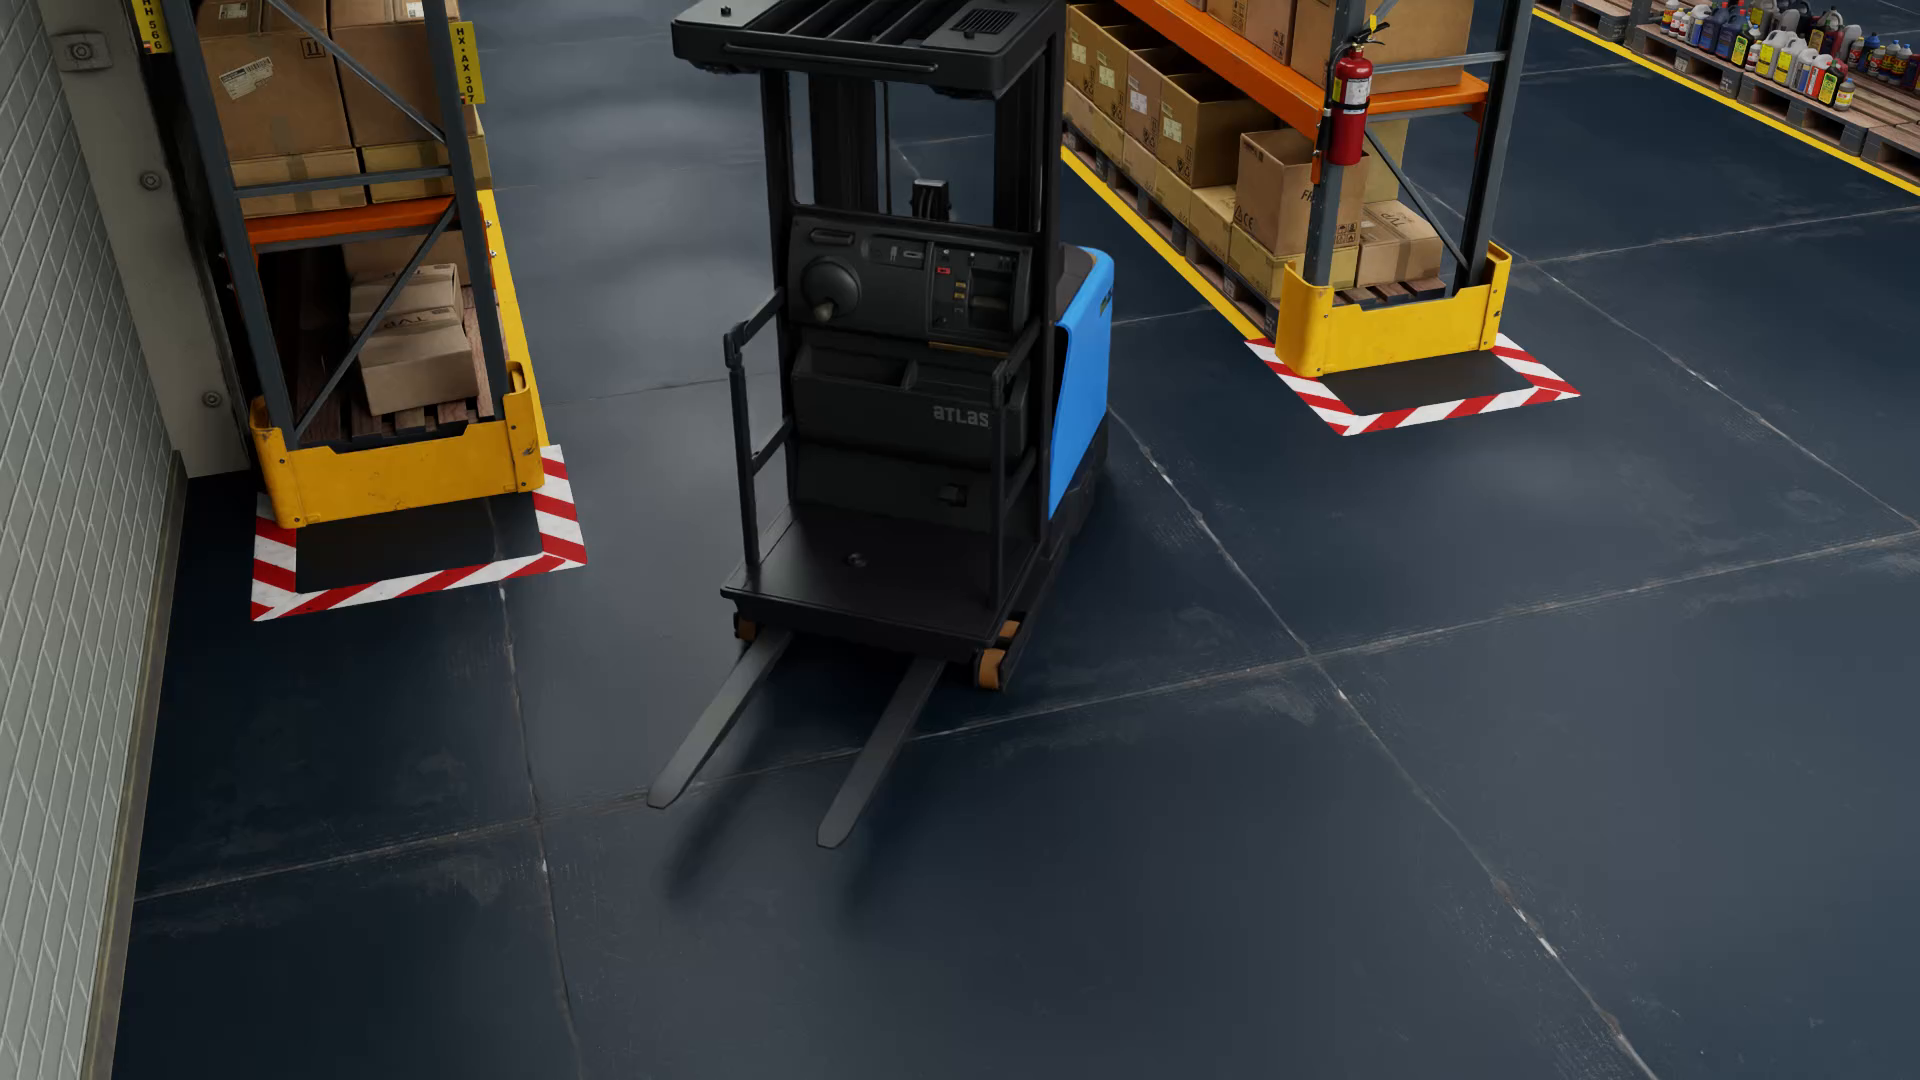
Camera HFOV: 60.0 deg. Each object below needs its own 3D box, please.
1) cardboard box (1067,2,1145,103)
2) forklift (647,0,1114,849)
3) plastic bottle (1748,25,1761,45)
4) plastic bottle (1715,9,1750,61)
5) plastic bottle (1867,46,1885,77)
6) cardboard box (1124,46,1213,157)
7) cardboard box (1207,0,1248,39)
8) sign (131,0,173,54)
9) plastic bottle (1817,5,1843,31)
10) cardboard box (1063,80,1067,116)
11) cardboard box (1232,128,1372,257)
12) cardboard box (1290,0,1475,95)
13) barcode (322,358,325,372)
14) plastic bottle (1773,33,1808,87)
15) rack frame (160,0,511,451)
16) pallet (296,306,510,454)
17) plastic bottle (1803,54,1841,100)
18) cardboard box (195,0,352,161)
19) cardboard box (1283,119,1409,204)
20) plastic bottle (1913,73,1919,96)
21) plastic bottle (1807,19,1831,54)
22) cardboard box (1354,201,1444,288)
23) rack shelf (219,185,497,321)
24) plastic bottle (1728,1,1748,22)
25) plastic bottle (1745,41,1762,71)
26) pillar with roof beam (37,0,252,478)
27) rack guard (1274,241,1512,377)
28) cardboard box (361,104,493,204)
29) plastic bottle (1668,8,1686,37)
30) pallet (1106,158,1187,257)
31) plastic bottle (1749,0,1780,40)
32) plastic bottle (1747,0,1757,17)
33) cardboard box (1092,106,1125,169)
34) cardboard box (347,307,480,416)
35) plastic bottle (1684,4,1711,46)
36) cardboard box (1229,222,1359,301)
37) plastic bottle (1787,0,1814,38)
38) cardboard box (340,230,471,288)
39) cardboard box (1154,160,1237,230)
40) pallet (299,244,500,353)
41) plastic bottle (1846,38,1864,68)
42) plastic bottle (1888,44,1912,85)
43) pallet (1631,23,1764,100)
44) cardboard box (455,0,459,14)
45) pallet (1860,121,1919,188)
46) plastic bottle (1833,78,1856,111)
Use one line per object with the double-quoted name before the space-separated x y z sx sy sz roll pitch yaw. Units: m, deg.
"cardboard box" 1.020 -3.159 10.742 0.500 0.500 0.500 -10 35 -15
"forklift" -0.256 -0.895 5.946 1.130 2.935 3.031 10 35 15
"plastic bottle" 5.725 -3.588 12.034 0.097 0.271 0.097 0 33 0
"plastic bottle" 5.644 -3.692 12.120 0.144 0.351 0.185 -11 35 -17
"plastic bottle" 6.534 -3.411 11.830 0.097 0.201 0.097 0 33 0
"cardboard box" 1.320 -2.633 9.946 0.500 0.500 0.500 -10 35 -15
"cardboard box" 1.796 -3.101 9.131 0.700 0.500 0.500 -10 35 -14
"sign" -3.014 -1.972 6.177 0.100 0.325 0.005 -10 35 -15
"plastic bottle" 6.363 -3.724 12.169 0.144 0.351 0.185 -10 35 -15
"cardboard box" 0.870 -3.109 11.347 0.500 0.250 0.500 -10 35 -15
"cardboard box" 1.790 -1.847 8.758 0.500 0.500 0.500 -10 35 -15
"cardboard box" 2.107 -2.564 8.319 0.700 0.500 0.500 -10 35 -15
"barcode" -2.991 -0.826 7.811 0.001 0.075 0.075 -10 35 -15
"plastic bottle" 5.831 -3.371 11.634 0.144 0.351 0.185 -9 34 -13
"rack frame" -2.479 -1.440 6.708 1.000 3.000 0.127 -10 35 -15
"pallet" -2.717 -0.749 8.192 1.003 0.211 1.213 -10 35 -15
"plastic bottle" 5.927 -3.181 11.414 0.152 0.276 0.135 -10 35 -14
"cardboard box" -2.825 -1.910 6.858 0.500 0.500 0.500 -10 35 -15
"cardboard box" 2.131 -2.197 9.287 0.500 0.500 0.500 -10 35 -15
"plastic bottle" 6.668 -3.181 11.482 0.097 0.201 0.097 0 33 0
"plastic bottle" 6.274 -3.666 12.141 0.061 0.283 0.133 -10 35 -15
"cardboard box" 2.285 -1.622 9.097 0.500 0.250 0.500 -10 35 -15
"rack shelf" -3.089 -2.190 8.496 1.077 0.370 4.000 -10 35 -15
"plastic bottle" 5.724 -3.815 12.306 0.144 0.351 0.185 -10 35 -15
"plastic bottle" 5.708 -3.477 11.930 0.097 0.201 0.097 0 33 0
"pillar with roof beam" 0.583 -4.889 6.486 9.100 9.000 0.400 -10 35 -15
"rack guard" 2.245 -1.219 8.642 1.175 0.500 0.348 -10 35 -15
"cardboard box" -2.326 -1.695 7.213 0.500 0.250 0.500 -11 35 -16
"plastic bottle" 5.446 -3.928 12.612 0.097 0.201 0.097 0 33 0
"pallet" 1.596 -2.145 10.305 1.003 0.211 1.213 -10 35 -15
"plastic bottle" 6.069 -3.971 12.542 0.144 0.351 0.185 -10 35 -15
"plastic bottle" 6.143 -4.084 12.849 0.097 0.201 0.097 0 33 0
"cardboard box" 1.165 -2.582 10.550 0.500 0.250 0.500 -10 35 -15
"cardboard box" -2.605 -0.880 7.901 0.500 0.311 0.500 -14 36 -20
"plastic bottle" 5.540 -3.847 12.423 0.152 0.276 0.135 -9 34 -13
"cardboard box" 1.792 -1.535 8.965 0.500 0.250 0.500 -10 35 -15
"plastic bottle" 6.265 -3.894 12.426 0.144 0.351 0.185 -12 35 -17
"cardboard box" -2.955 -1.652 8.897 0.700 0.500 0.500 -12 35 -18
"cardboard box" 1.474 -2.058 9.756 0.500 0.250 0.500 -10 35 -15
"pallet" -3.085 -1.388 9.160 1.003 0.211 1.213 -10 35 -15
"plastic bottle" 6.471 -3.519 11.993 0.097 0.201 0.097 0 33 0
"plastic bottle" 6.595 -3.335 11.653 0.097 0.271 0.097 0 33 0
"pallet" 5.901 -3.683 12.632 1.003 0.211 1.213 -10 35 -15
"cardboard box" -2.480 -2.261 7.388 0.500 0.500 0.500 -10 35 -15
"pallet" 6.645 -2.402 10.694 1.003 0.211 1.213 -10 35 -15
"plastic bottle" 5.978 -3.013 11.227 0.097 0.201 0.097 0 33 0
